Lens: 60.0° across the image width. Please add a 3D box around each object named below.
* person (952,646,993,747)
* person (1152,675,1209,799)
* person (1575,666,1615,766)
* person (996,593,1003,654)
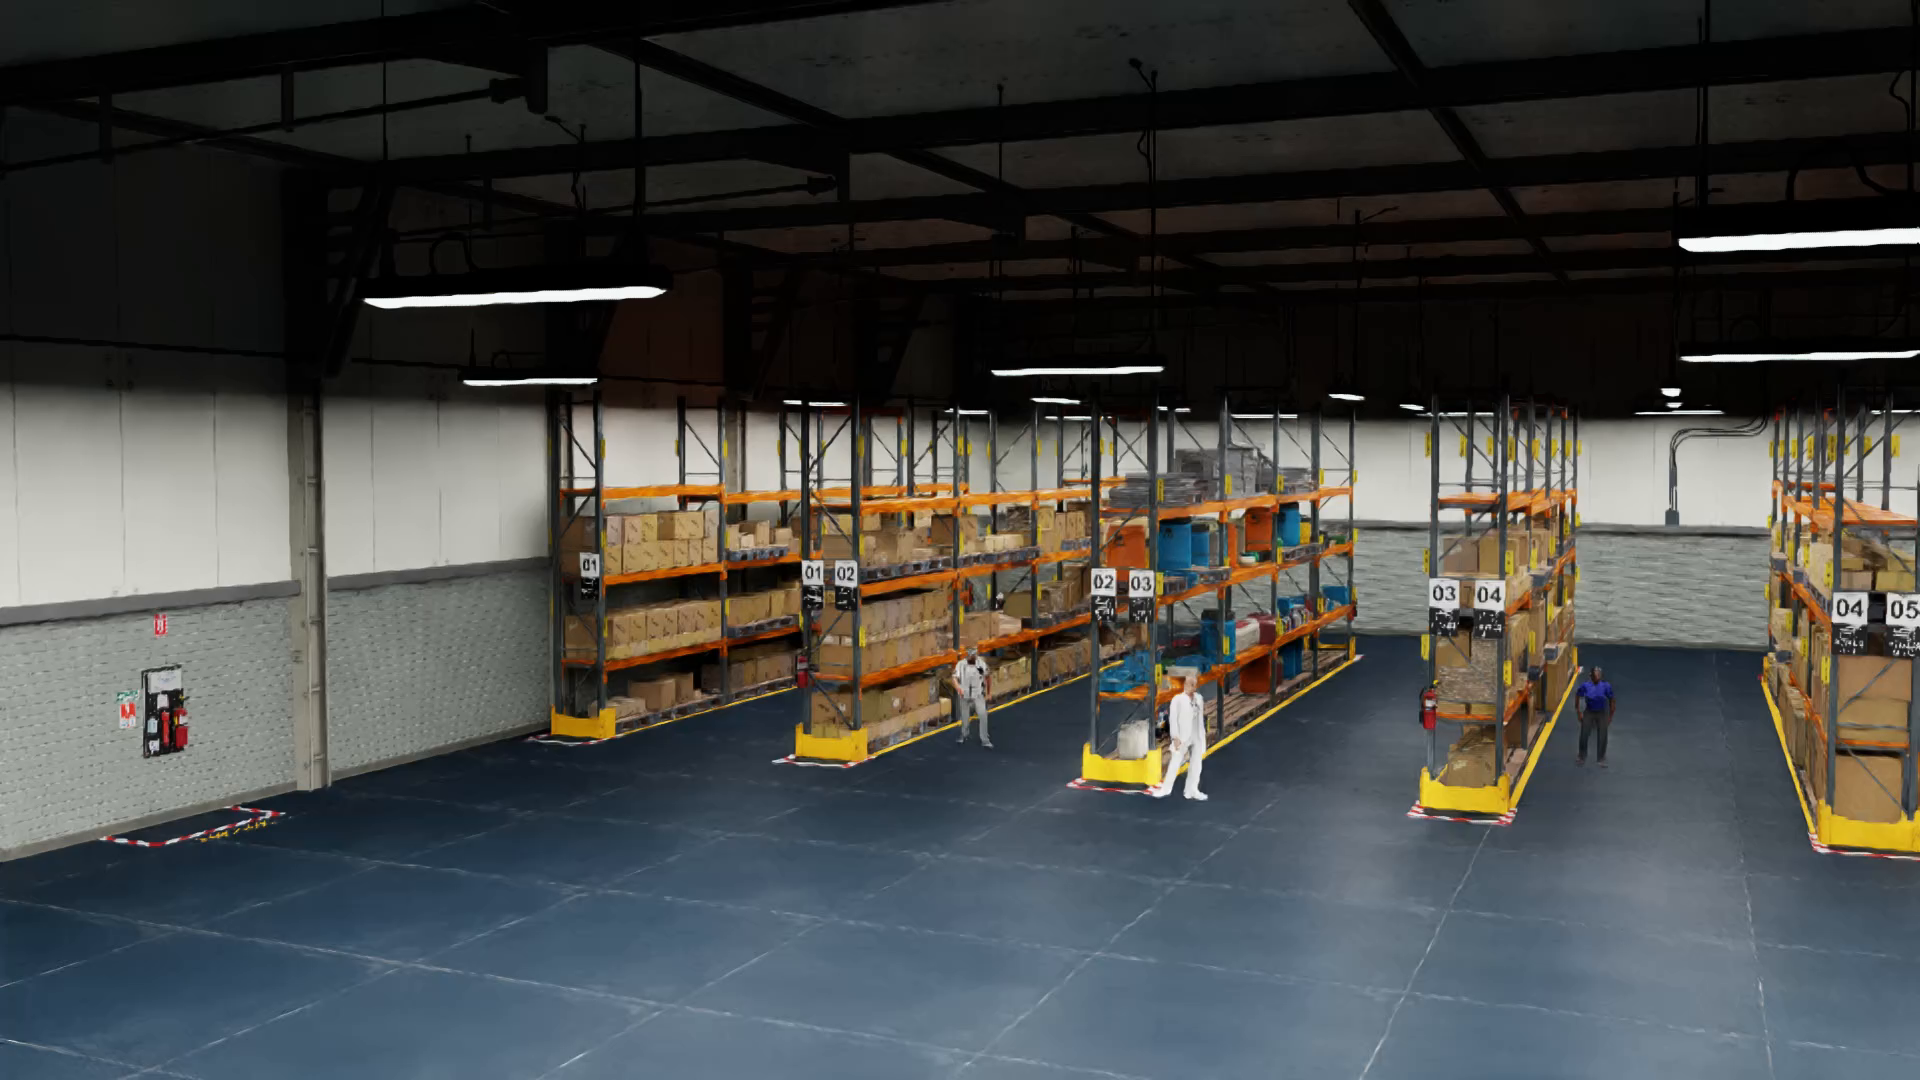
[{"bbox_3d":[0.223,2.604,27.984,0.707,1.693,0.818,0,3,5],"label":"person"},{"bbox_3d":[3.144,2.809,23.709,0.769,1.773,0.516,-1,3,-21],"label":"person"},{"bbox_3d":[9.982,2.763,26.159,0.592,1.604,0.518,1,3,21],"label":"person"},{"bbox_3d":[0.936,2.052,37.635,0.564,1.705,1.111,1,3,22],"label":"person"}]
